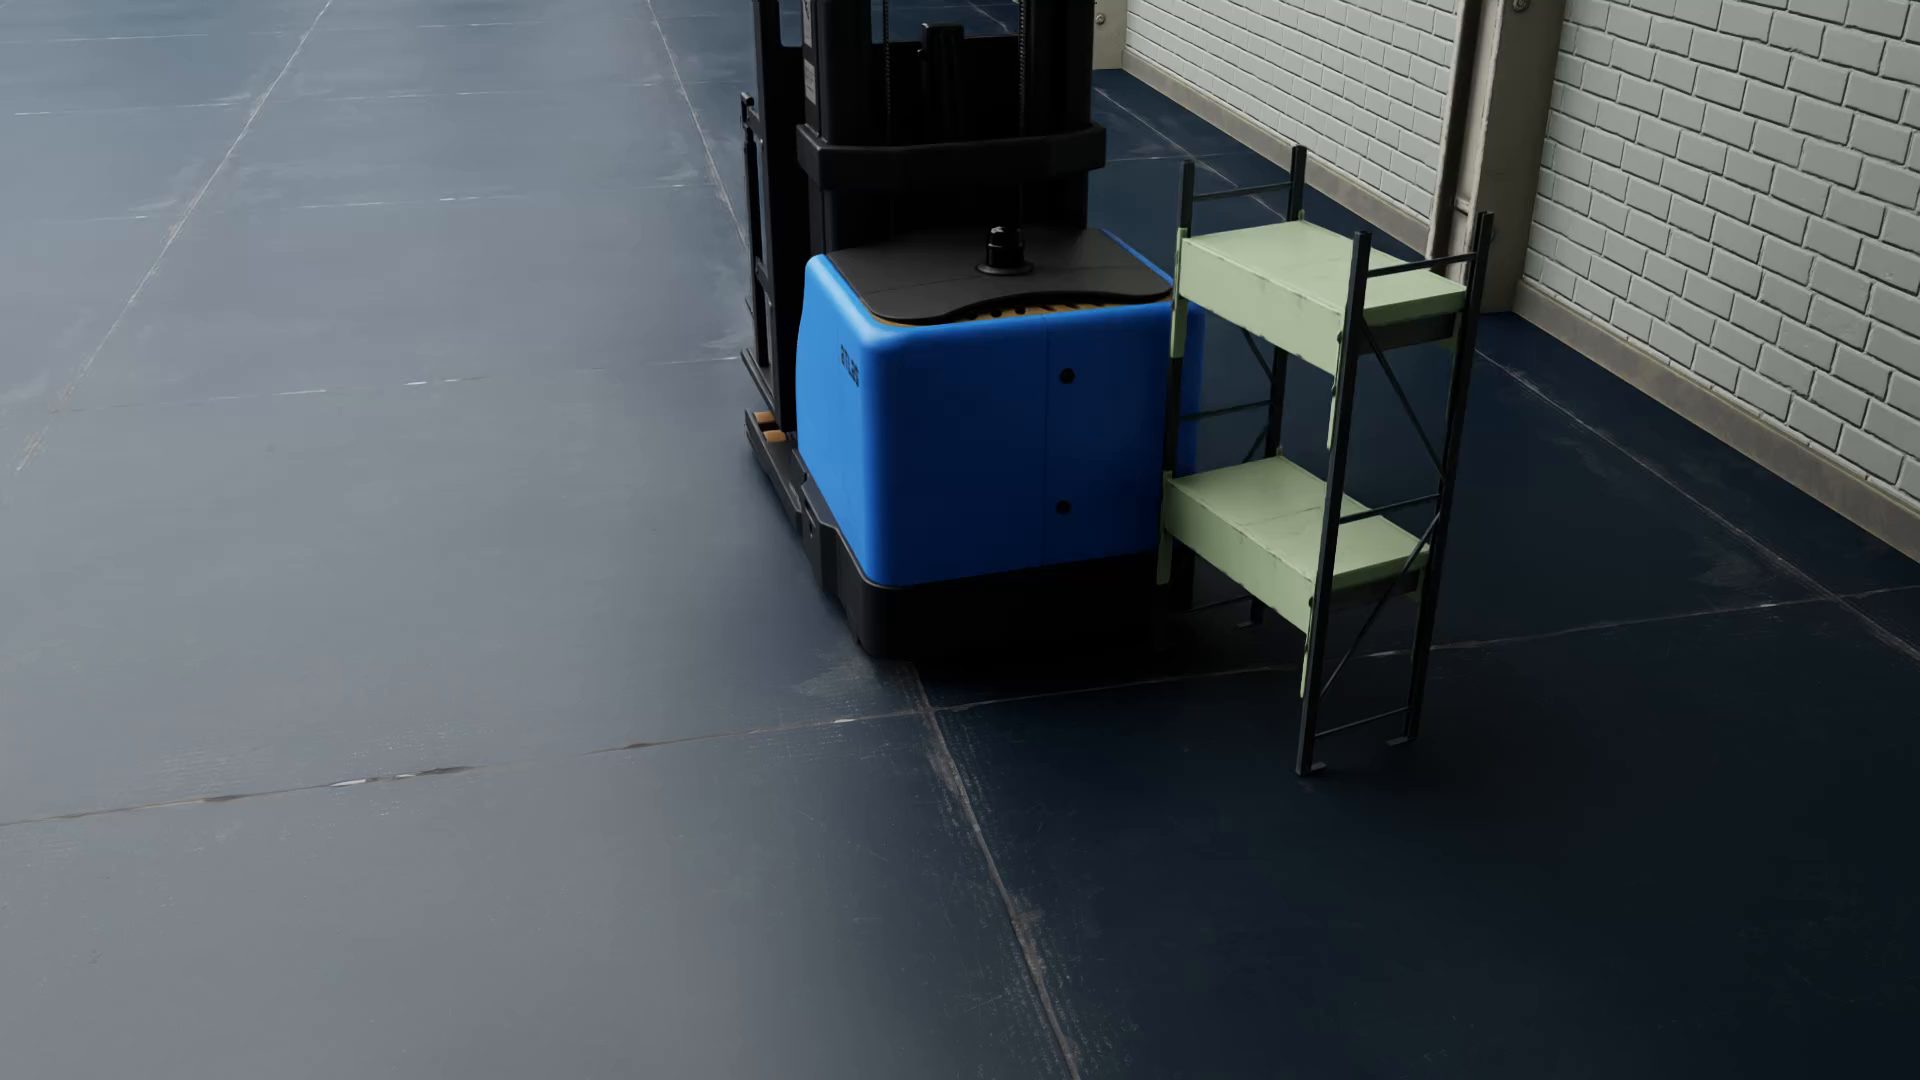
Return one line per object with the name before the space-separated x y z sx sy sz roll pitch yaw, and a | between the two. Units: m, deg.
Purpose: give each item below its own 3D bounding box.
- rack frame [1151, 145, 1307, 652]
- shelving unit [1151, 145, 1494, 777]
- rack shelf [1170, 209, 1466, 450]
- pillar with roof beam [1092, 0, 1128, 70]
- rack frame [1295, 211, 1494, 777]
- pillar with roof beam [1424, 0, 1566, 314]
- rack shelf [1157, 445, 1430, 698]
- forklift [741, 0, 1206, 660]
rack frame | 0.767 -0.371 4.821 0.400 1.500 0.023 -13 29 -23
shelving unit | 0.930 -0.223 4.528 0.431 1.500 0.755 -13 29 -23
rack shelf | 0.930 -0.572 4.352 0.431 0.370 0.720 -13 29 -23
pillar with roof beam | -3.080 -7.379 10.383 9.100 9.000 0.400 -6 27 -12
rack frame | 1.092 -0.076 4.235 0.400 1.500 0.023 -13 29 -23
pillar with roof beam | -1.728 -4.745 5.165 9.100 9.000 0.400 -6 27 -12
rack shelf | 0.930 0.068 4.675 0.431 0.370 0.720 -13 29 -23
forklift | -0.193 -1.599 5.666 1.130 2.935 3.031 -8 28 -15
